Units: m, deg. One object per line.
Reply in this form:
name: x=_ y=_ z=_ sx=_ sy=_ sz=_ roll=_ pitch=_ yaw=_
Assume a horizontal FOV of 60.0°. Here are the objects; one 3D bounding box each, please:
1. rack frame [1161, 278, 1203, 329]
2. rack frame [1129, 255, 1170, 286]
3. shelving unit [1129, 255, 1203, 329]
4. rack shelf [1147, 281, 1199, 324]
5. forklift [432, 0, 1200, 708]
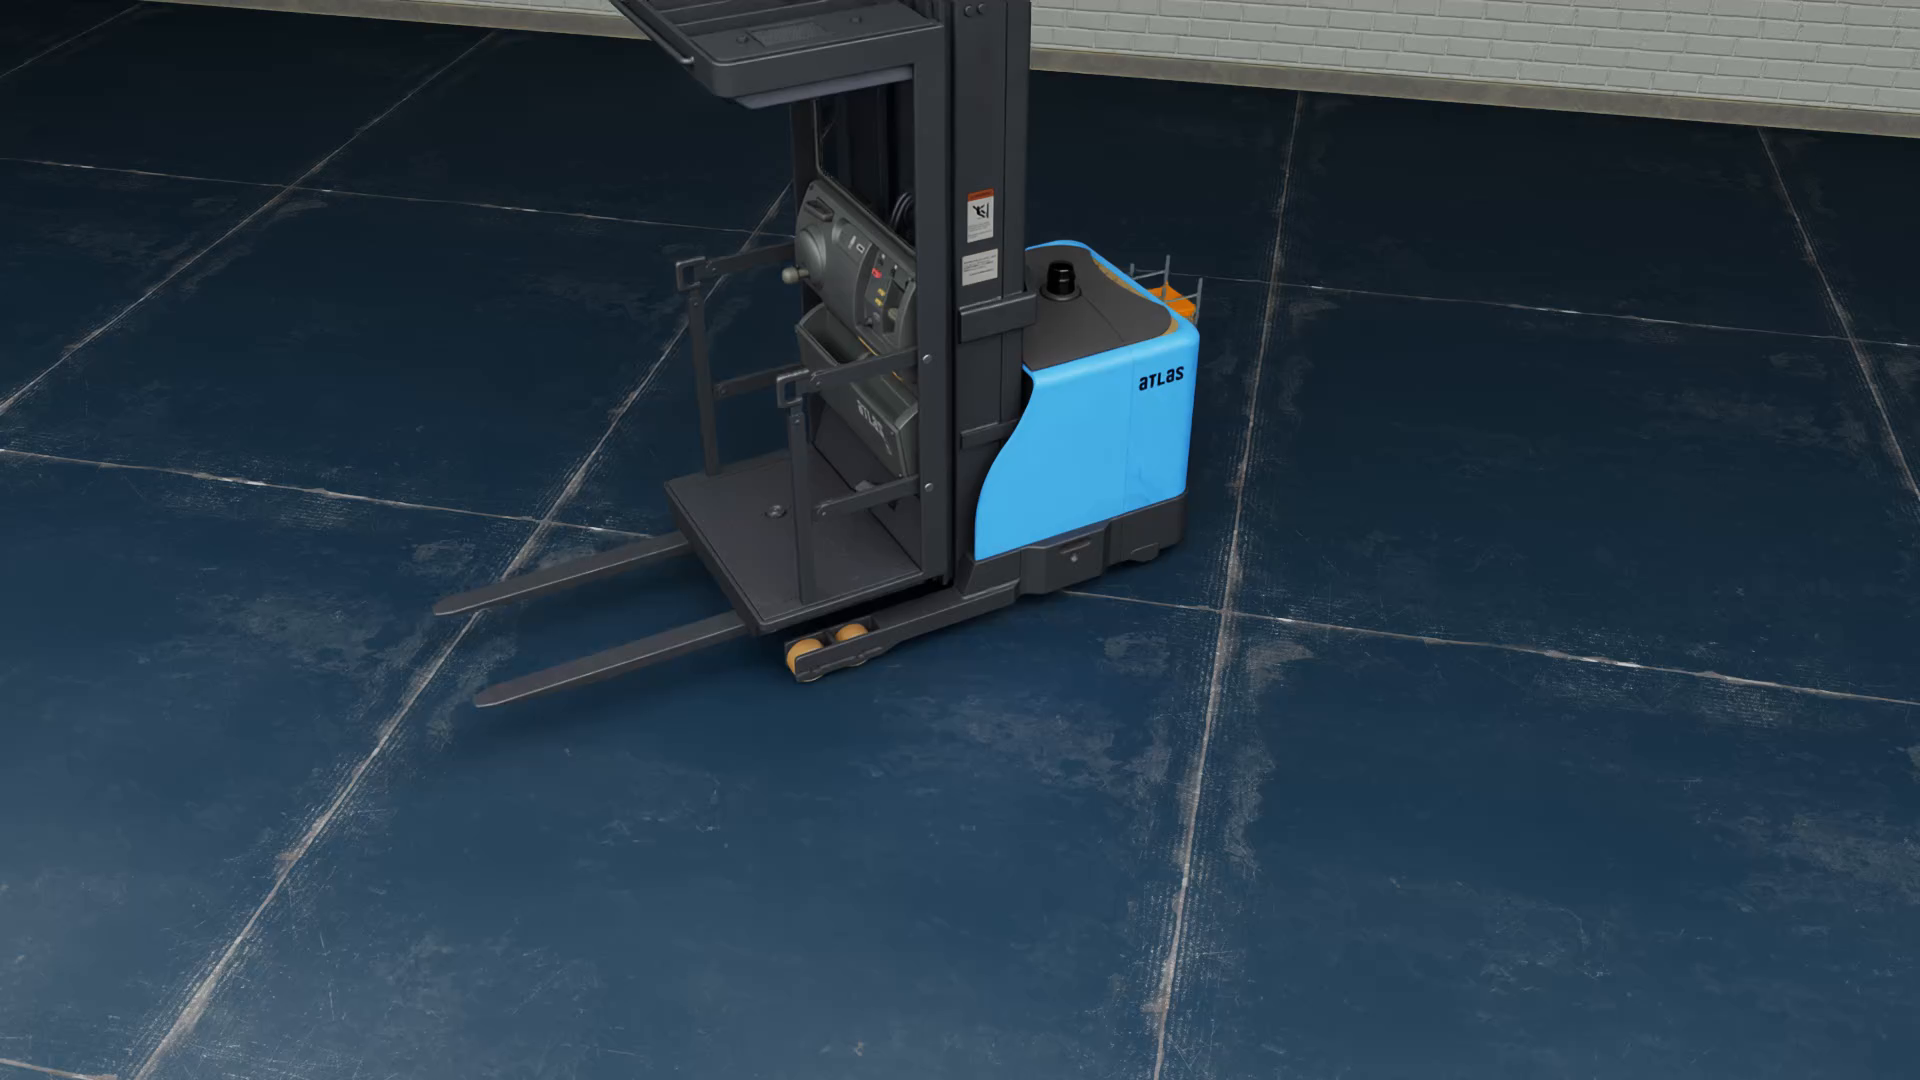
rack frame: x=0.918 y=-0.645 z=7.241 sx=0.200 sy=1.050 sz=0.008 roll=-16 pitch=39 yaw=-23
rack frame: x=0.803 y=-0.772 z=7.415 sx=0.200 sy=1.050 sz=0.008 roll=-16 pitch=39 yaw=-23
shelving unit: x=0.860 y=-0.708 z=7.328 sx=0.215 sy=1.050 sz=0.252 roll=-16 pitch=39 yaw=-23
rack shelf: x=0.866 y=-0.931 z=7.170 sx=0.215 sy=0.259 sz=0.240 roll=-16 pitch=39 yaw=-23
forklift: x=-0.576 y=-0.990 z=6.119 sx=3.031 sy=2.935 sz=1.130 roll=-17 pitch=39 yaw=-22
